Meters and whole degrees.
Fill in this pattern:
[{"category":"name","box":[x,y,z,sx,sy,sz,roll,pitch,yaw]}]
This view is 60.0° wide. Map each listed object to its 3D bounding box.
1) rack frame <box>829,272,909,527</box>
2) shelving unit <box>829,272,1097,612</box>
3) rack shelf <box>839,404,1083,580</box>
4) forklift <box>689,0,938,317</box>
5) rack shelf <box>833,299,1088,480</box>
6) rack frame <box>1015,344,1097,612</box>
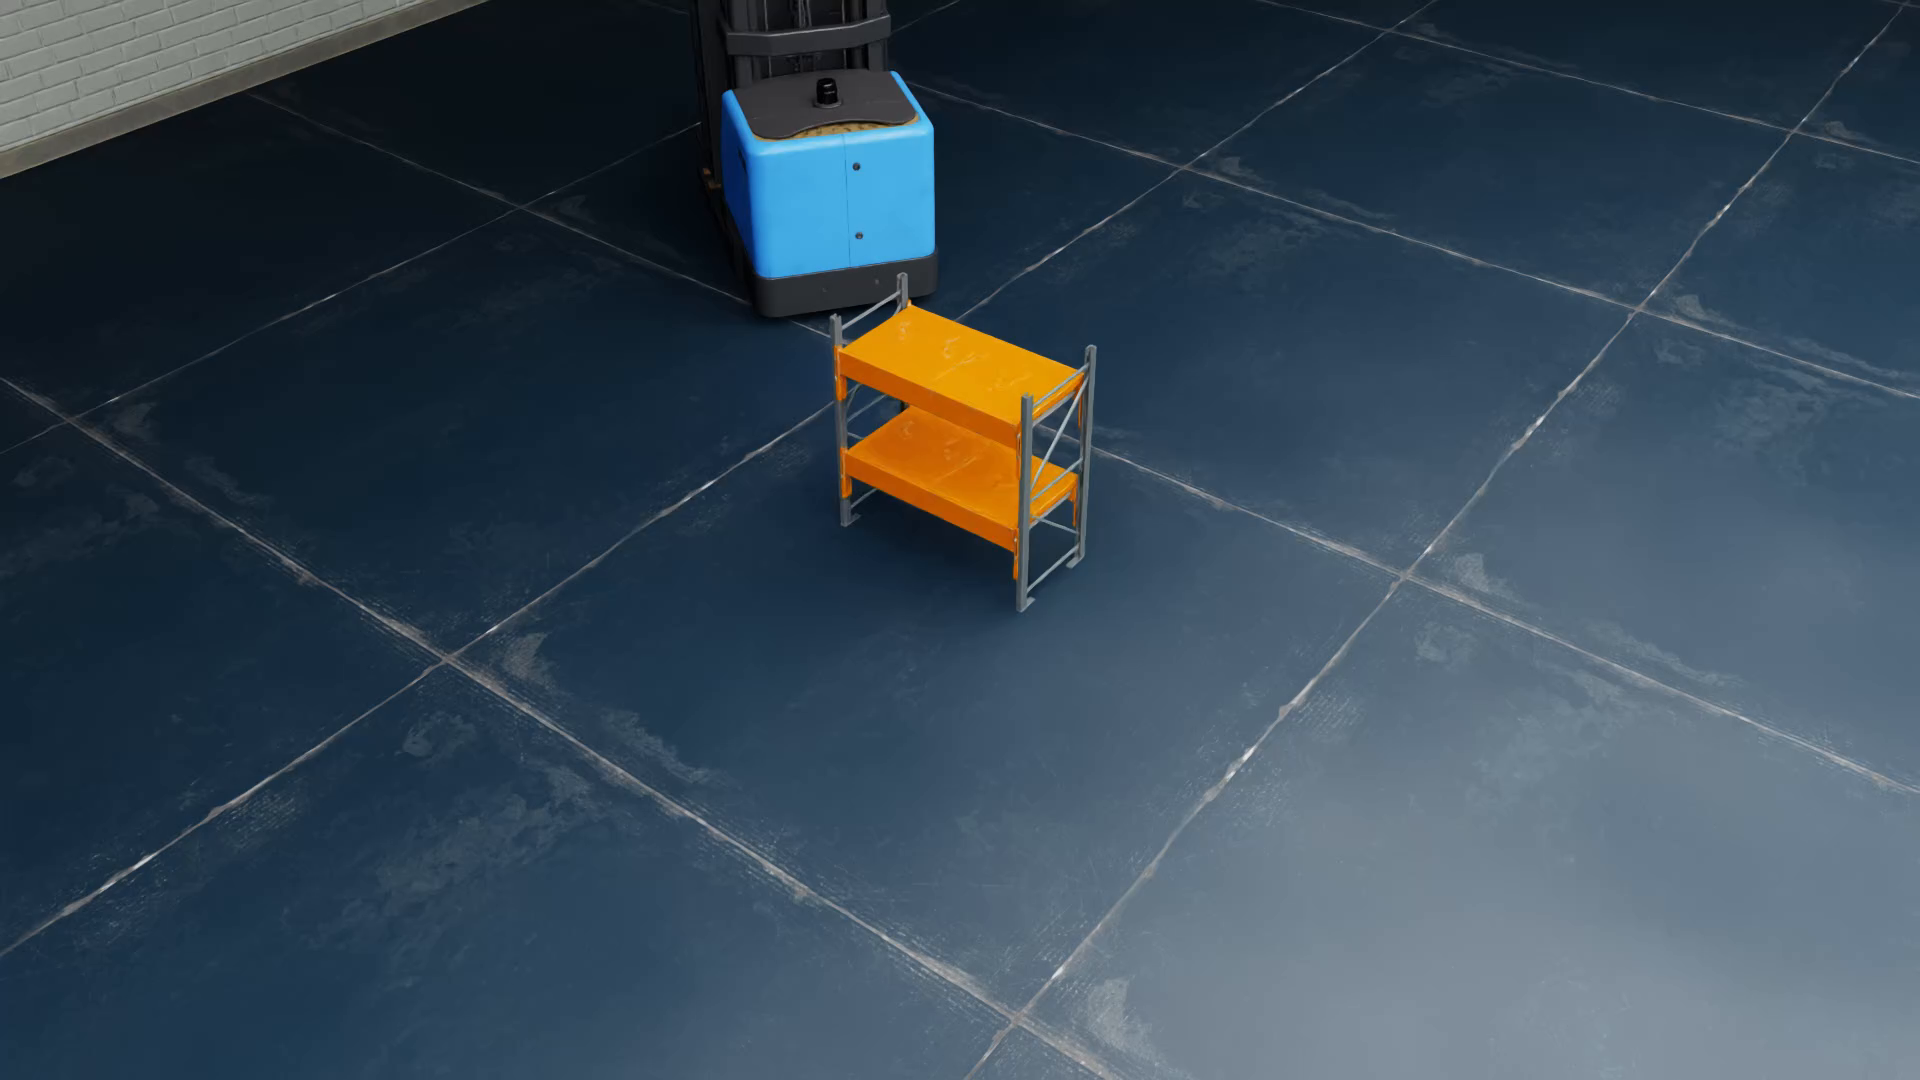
[{"category":"rack frame","box":[-0.398,-0.631,7.643,0.032,1.125,0.500,25,45,29]},{"category":"shelving unit","box":[0.005,-0.440,7.400,1.048,1.125,0.538,25,45,29]},{"category":"rack shelf","box":[0.005,-0.248,7.551,1.000,0.278,0.538,25,45,29]},{"category":"forklift","box":[-1.032,-3.300,9.587,1.130,2.935,3.031,-10,39,-13]},{"category":"rack shelf","box":[0.005,-0.671,7.220,1.000,0.278,0.538,25,45,29]},{"category":"rack frame","box":[0.409,-0.250,7.157,0.032,1.125,0.500,25,45,29]}]
